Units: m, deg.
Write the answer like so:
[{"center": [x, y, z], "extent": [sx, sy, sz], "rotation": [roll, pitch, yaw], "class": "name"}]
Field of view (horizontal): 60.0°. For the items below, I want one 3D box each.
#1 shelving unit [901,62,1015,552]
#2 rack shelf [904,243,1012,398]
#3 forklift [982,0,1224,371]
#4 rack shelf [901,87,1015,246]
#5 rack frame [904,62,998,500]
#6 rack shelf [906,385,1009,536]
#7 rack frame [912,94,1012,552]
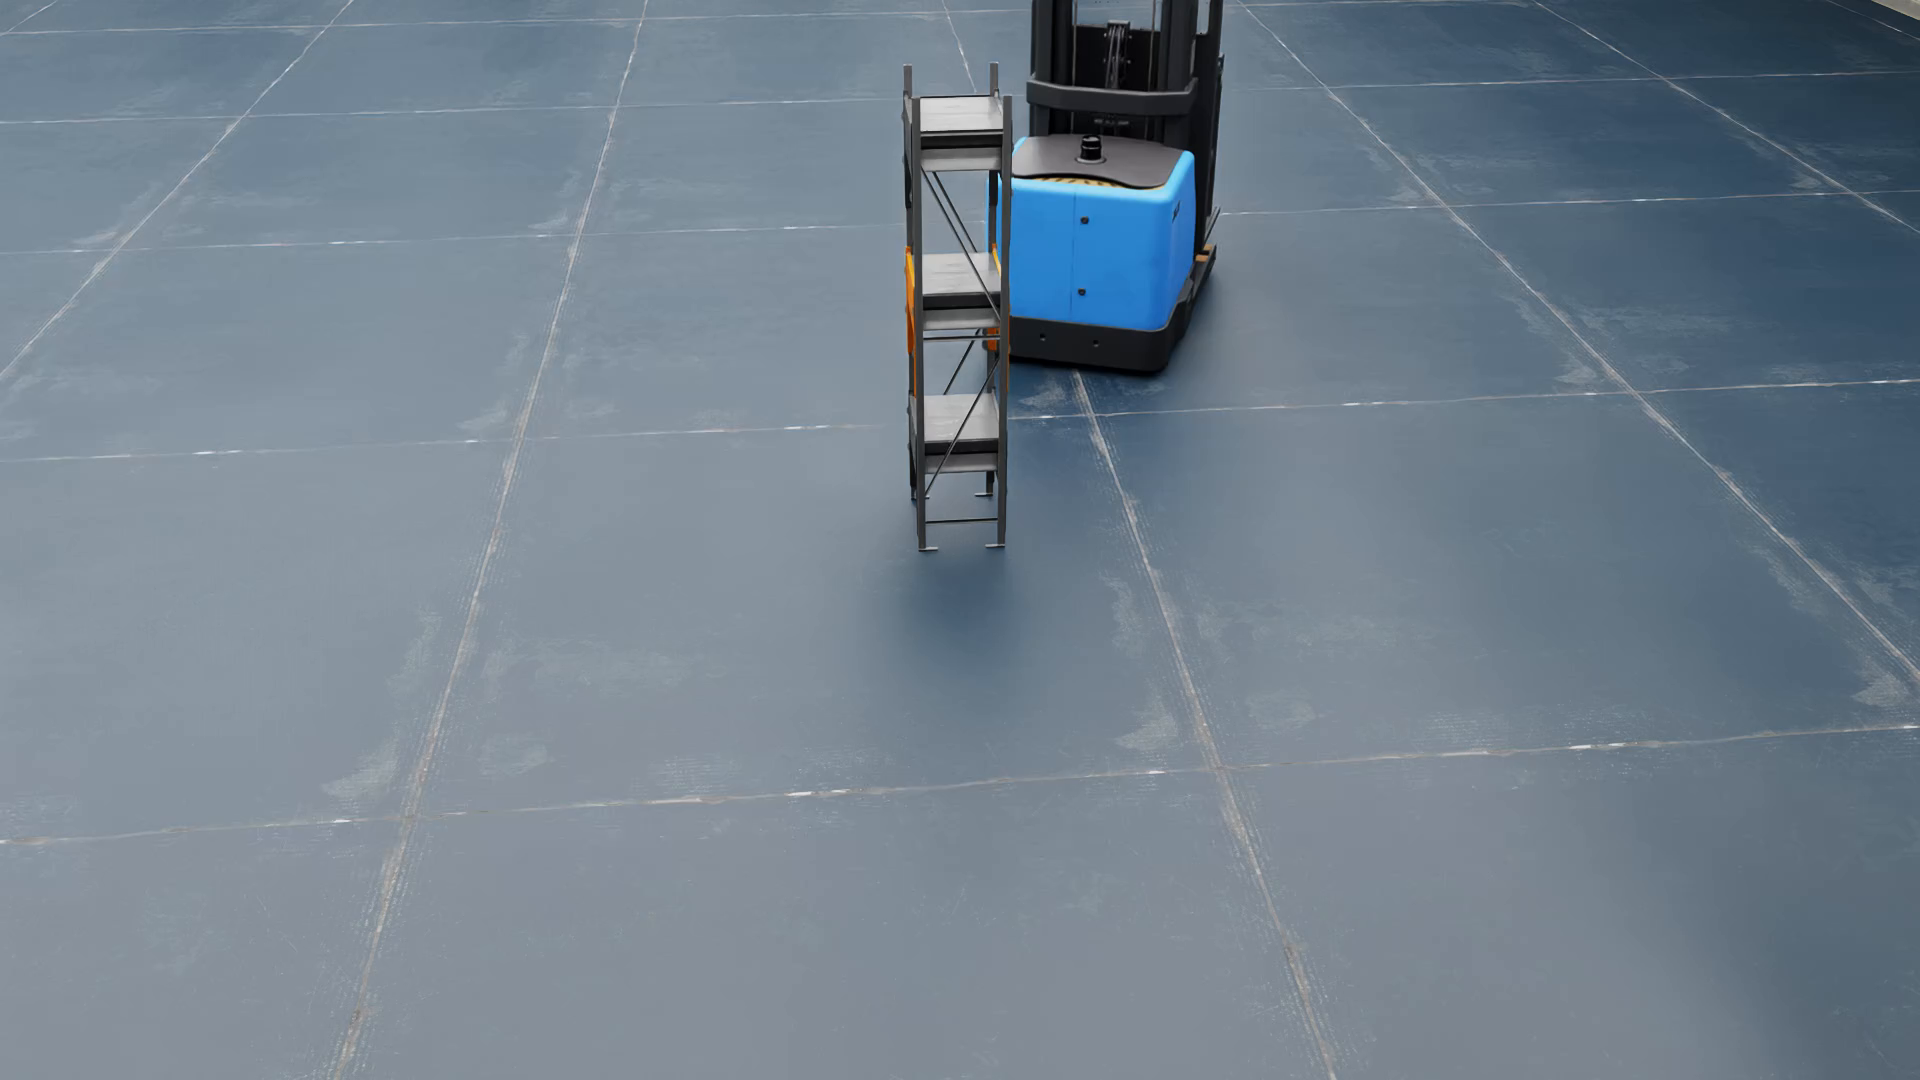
[{"center": [-0.015, -0.986, 7.353], "extent": [0.431, 2.100, 0.503], "rotation": [-3, 31, -5], "class": "shelving unit"}, {"center": [-0.015, -0.974, 7.360], "extent": [0.431, 0.518, 0.480], "rotation": [-3, 31, -5], "class": "rack shelf"}, {"center": [1.016, -2.934, 9.804], "extent": [1.130, 2.935, 3.031], "rotation": [8, 32, 14], "class": "forklift"}, {"center": [-0.015, -1.575, 7.001], "extent": [0.431, 0.518, 0.480], "rotation": [-3, 31, -5], "class": "rack shelf"}, {"center": [-0.038, -1.111, 7.562], "extent": [0.400, 2.100, 0.015], "rotation": [-3, 31, -5], "class": "rack frame"}, {"center": [-0.015, -0.373, 7.719], "extent": [0.431, 0.518, 0.480], "rotation": [-3, 31, -5], "class": "rack shelf"}, {"center": [0.007, -0.861, 7.144], "extent": [0.400, 2.100, 0.015], "rotation": [-3, 31, -5], "class": "rack frame"}]
